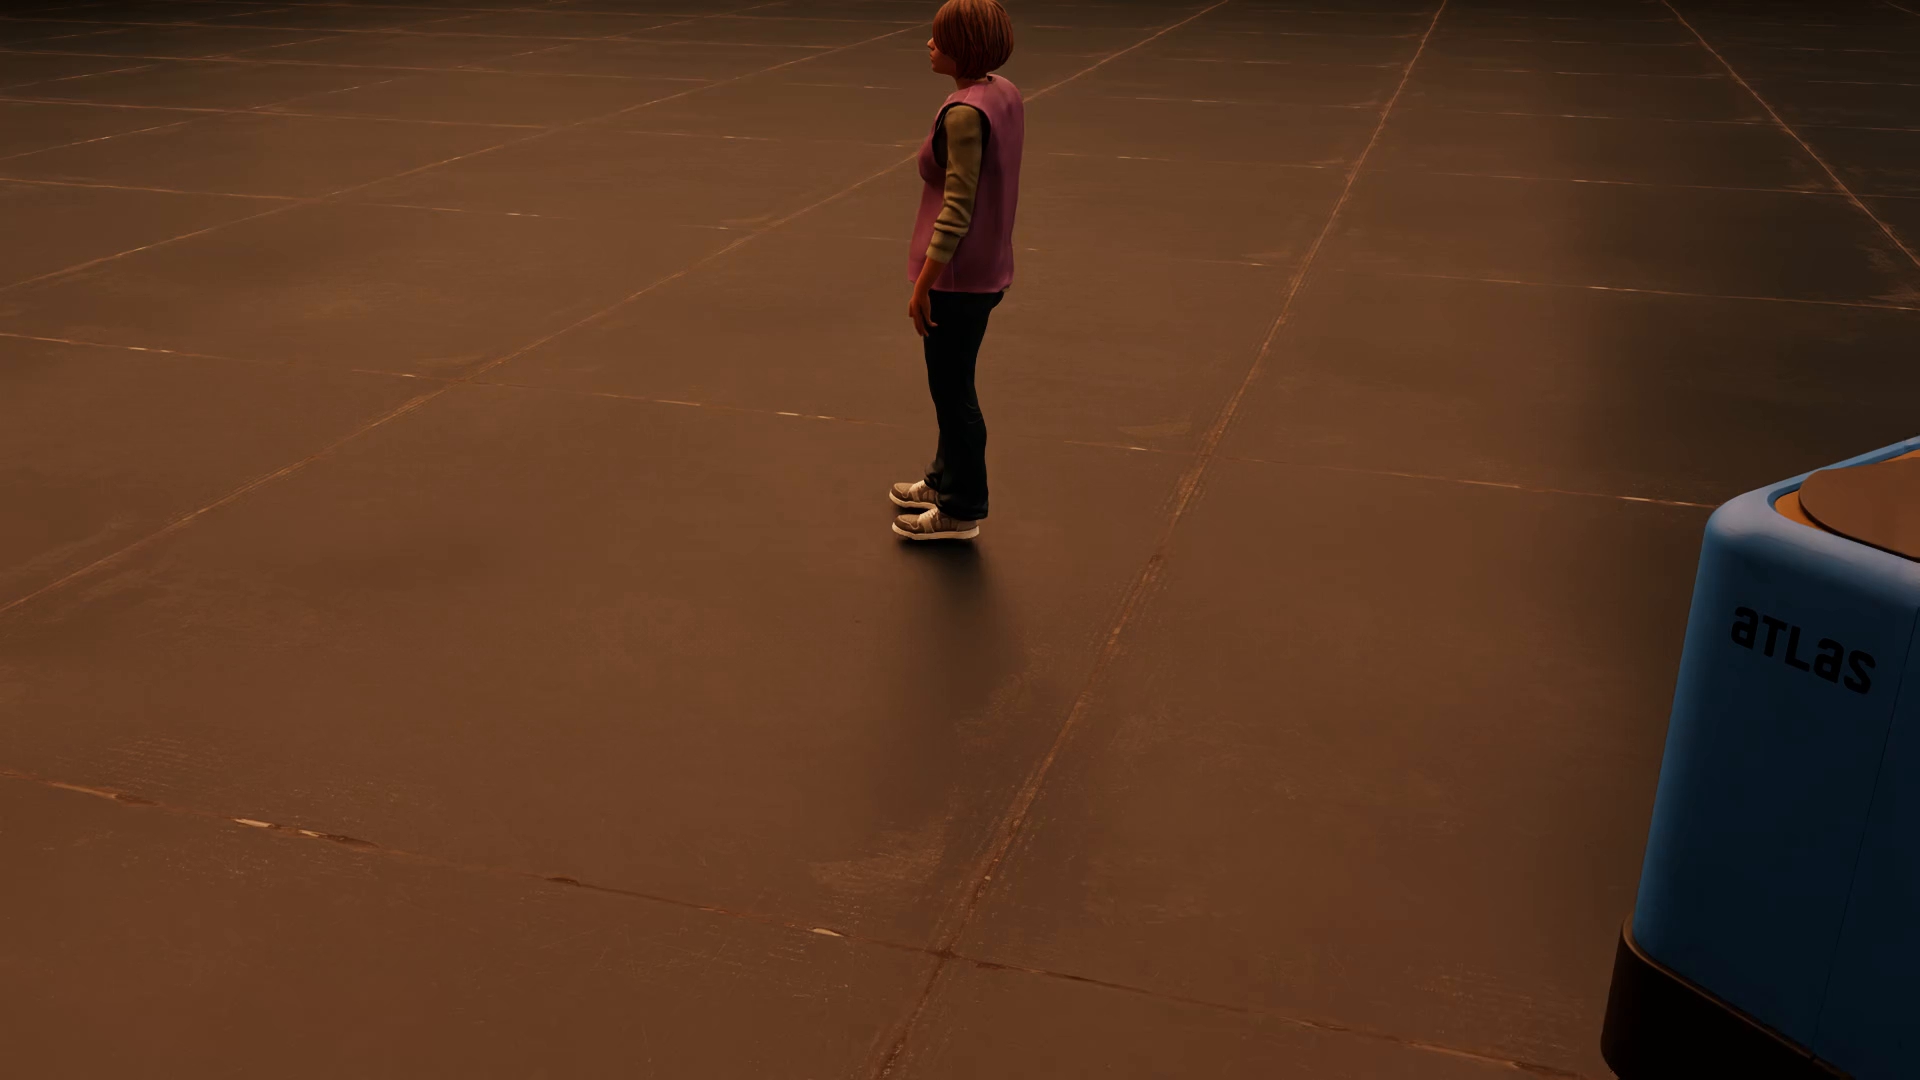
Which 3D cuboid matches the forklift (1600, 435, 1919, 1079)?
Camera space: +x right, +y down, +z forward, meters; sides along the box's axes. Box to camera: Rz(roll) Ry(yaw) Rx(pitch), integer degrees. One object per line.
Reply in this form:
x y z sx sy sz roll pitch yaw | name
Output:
2.319 -0.051 1.403 1.130 2.935 3.031 -14 26 -31 | forklift

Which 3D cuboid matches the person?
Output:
-0.067 -0.759 4.846 0.473 1.599 0.520 7 23 16 | person
